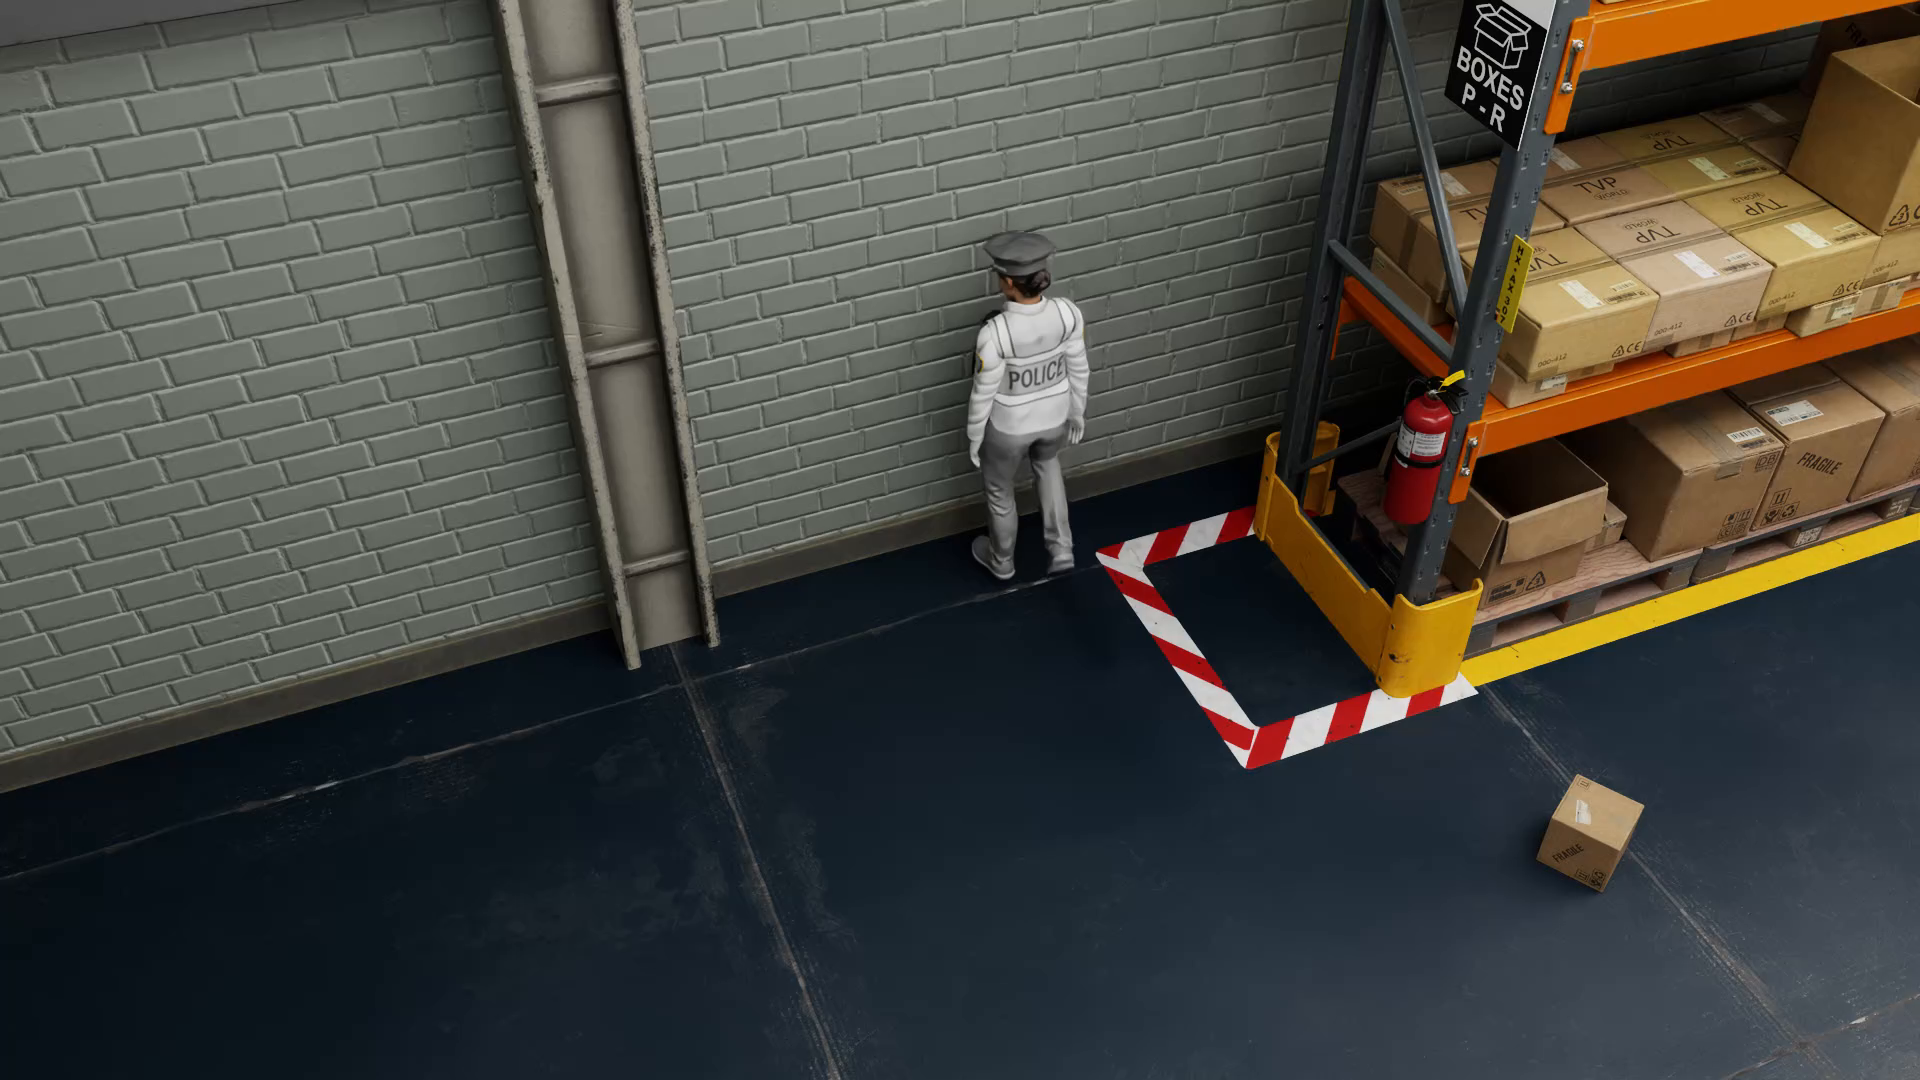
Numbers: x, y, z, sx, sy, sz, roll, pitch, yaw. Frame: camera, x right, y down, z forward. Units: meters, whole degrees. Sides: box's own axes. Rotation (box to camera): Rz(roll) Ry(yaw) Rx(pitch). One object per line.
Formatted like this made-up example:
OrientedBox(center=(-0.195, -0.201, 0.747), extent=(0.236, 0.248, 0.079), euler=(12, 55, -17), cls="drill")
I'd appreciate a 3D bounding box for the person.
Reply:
OrientedBox(center=(13.580, -1.110, 4.236), extent=(23.686, 5.853, 13.965), euler=(-17, 45, -18), cls="person")
